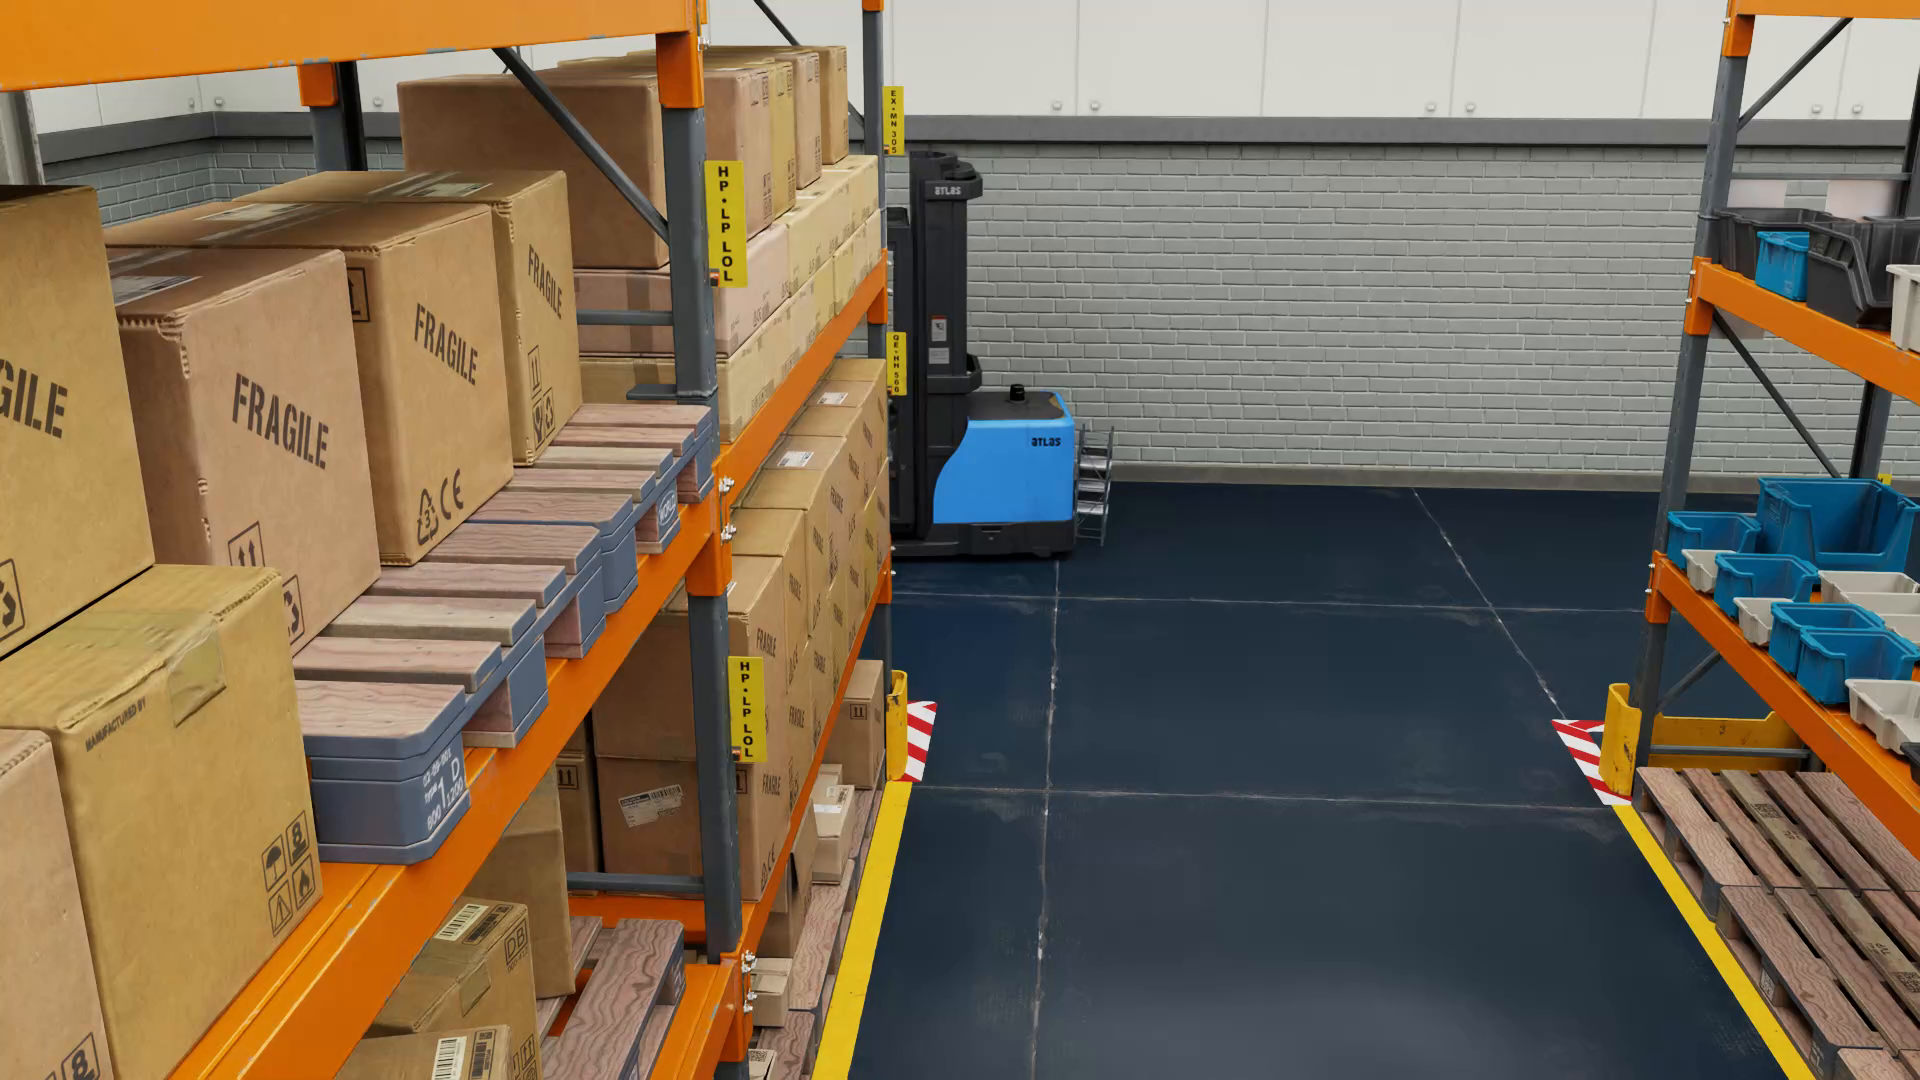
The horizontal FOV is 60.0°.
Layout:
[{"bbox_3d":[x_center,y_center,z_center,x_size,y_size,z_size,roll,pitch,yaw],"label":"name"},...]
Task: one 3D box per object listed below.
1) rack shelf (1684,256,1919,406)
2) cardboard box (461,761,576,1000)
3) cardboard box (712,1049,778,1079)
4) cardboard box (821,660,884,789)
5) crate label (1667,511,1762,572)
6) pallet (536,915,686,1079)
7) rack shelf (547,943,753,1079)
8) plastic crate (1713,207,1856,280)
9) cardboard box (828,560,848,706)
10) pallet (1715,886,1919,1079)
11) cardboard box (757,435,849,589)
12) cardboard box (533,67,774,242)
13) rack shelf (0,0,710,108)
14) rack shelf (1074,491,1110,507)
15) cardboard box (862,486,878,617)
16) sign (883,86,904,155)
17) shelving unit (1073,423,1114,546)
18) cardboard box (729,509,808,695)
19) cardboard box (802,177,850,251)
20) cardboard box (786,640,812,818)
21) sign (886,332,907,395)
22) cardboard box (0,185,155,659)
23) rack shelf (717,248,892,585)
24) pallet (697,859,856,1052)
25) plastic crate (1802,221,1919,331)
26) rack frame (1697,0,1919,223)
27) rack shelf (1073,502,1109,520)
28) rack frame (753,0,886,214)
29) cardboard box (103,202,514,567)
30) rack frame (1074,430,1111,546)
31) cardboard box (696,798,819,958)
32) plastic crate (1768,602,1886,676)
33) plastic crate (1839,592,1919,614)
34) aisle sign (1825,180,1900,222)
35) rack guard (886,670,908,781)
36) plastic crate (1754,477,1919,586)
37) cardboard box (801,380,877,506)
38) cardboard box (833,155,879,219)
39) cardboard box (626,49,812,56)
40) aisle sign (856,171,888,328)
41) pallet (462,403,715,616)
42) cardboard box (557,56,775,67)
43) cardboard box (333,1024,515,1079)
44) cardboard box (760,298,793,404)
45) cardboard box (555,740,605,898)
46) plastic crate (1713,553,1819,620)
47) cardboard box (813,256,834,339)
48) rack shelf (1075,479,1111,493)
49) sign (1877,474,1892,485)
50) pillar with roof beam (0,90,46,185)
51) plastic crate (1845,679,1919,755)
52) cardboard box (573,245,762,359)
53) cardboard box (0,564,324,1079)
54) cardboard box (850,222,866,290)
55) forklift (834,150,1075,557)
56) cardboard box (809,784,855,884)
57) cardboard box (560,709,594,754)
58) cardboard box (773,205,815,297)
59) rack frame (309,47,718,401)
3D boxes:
[{"bbox_3d":[3.922,-0.567,6.175,1.077,0.370,4.000,1,18,4],"label":"rack shelf"},{"bbox_3d":[-1.419,0.921,4.461,0.700,0.500,0.500,-5,19,-15],"label":"cardboard box"},{"bbox_3d":[-0.916,1.969,5.709,0.500,0.311,0.500,1,18,4],"label":"cardboard box"},{"bbox_3d":[-0.669,0.937,8.555,0.500,0.500,0.500,1,18,4],"label":"cardboard box"},{"bbox_3d":[3.719,0.016,8.231,0.416,0.233,0.303,1,18,4],"label":"crate label"},{"bbox_3d":[-1.328,1.363,4.255,1.003,0.211,1.213,1,18,4],"label":"pallet"},{"bbox_3d":[-1.306,1.989,3.192,1.077,0.370,4.000,1,18,4],"label":"rack shelf"},{"bbox_3d":[3.759,-1.355,7.633,0.497,0.269,0.590,1,18,4],"label":"plastic crate"},{"bbox_3d":[-0.747,0.354,6.866,0.500,0.500,0.500,1,18,3],"label":"cardboard box"},{"bbox_3d":[3.877,1.853,6.928,1.003,0.211,1.213,1,18,4],"label":"pallet"},{"bbox_3d":[-0.738,-0.117,6.697,0.500,0.500,0.500,2,18,6],"label":"cardboard box"},{"bbox_3d":[-0.988,-1.226,5.265,0.700,0.500,0.500,1,18,4],"label":"cardboard box"},{"bbox_3d":[-1.306,-0.672,2.320,1.077,0.370,4.000,1,18,4],"label":"rack shelf"},{"bbox_3d":[1.015,-0.306,12.788,0.258,0.077,0.200,6,19,9],"label":"rack shelf"},{"bbox_3d":[-0.670,0.042,7.816,0.500,0.500,0.500,1,18,4],"label":"cardboard box"},{"bbox_3d":[-0.323,-2.044,8.105,0.100,0.325,0.005,1,18,4],"label":"sign"},{"bbox_3d":[1.020,-0.422,12.748,0.258,0.900,0.210,6,19,9],"label":"shelving unit"},{"bbox_3d":[-0.811,0.203,5.721,0.500,0.500,0.500,1,18,2],"label":"cardboard box"},{"bbox_3d":[-0.733,-1.333,6.793,0.500,0.250,0.500,1,18,4],"label":"cardboard box"},{"bbox_3d":[-0.820,0.667,5.910,0.500,0.500,0.500,2,18,5],"label":"cardboard box"},{"bbox_3d":[-0.323,-0.898,8.480,0.100,0.325,0.005,1,18,4],"label":"sign"},{"bbox_3d":[-1.338,-0.132,1.925,0.500,0.500,0.500,1,18,4],"label":"cardboard box"},{"bbox_3d":[-1.019,-0.679,6.516,1.077,0.370,4.000,1,18,4],"label":"rack shelf"},{"bbox_3d":[-1.027,1.758,7.220,1.003,0.211,1.213,1,18,4],"label":"pallet"},{"bbox_3d":[3.681,-1.032,6.539,0.504,0.338,0.767,1,18,4],"label":"plastic crate"},{"bbox_3d":[4.065,-2.956,7.492,1.000,3.000,0.127,1,18,4],"label":"rack frame"},{"bbox_3d":[1.011,-0.220,12.816,0.258,0.077,0.200,6,19,9],"label":"rack shelf"},{"bbox_3d":[-0.875,-3.067,7.832,1.000,3.000,0.127,1,18,4],"label":"rack frame"},{"bbox_3d":[-1.297,-0.331,3.304,0.600,0.600,0.600,1,18,3],"label":"cardboard box"},{"bbox_3d":[1.001,-0.391,12.653,0.240,0.900,0.006,6,19,9],"label":"rack frame"},{"bbox_3d":[-1.033,1.419,7.077,0.797,0.503,0.637,1,18,4],"label":"cardboard box"},{"bbox_3d":[3.624,0.424,6.983,0.416,0.233,0.300,1,18,4],"label":"plastic crate"},{"bbox_3d":[4.152,0.339,7.398,0.396,0.136,0.243,1,18,4],"label":"plastic crate"},{"bbox_3d":[4.362,-1.356,8.069,0.394,0.787,0.004,1,18,4],"label":"aisle sign"},{"bbox_3d":[-0.881,0.995,9.084,1.175,0.500,0.348,1,18,4],"label":"rack guard"},{"bbox_3d":[4.227,-0.042,8.081,0.616,0.435,0.499,1,18,4],"label":"plastic crate"},{"bbox_3d":[-0.668,-0.438,7.676,0.500,0.500,0.500,2,18,5],"label":"cardboard box"},{"bbox_3d":[-0.658,-1.643,7.741,0.500,0.250,0.500,1,18,4],"label":"cardboard box"},{"bbox_3d":[-1.016,-1.851,7.172,0.700,0.500,0.500,1,18,4],"label":"cardboard box"},{"bbox_3d":[-0.565,-1.466,8.406,0.394,0.787,0.004,1,18,4],"label":"aisle sign"},{"bbox_3d":[-1.279,-0.109,3.924,1.213,0.211,1.003,1,18,4],"label":"pallet"},{"bbox_3d":[-1.074,-1.540,6.223,0.700,0.500,0.500,1,18,4],"label":"cardboard box"},{"bbox_3d":[-1.227,1.329,3.216,0.700,0.500,0.500,-3,18,-10],"label":"cardboard box"},{"bbox_3d":[-0.841,-0.629,5.449,0.500,0.250,0.500,1,18,4],"label":"cardboard box"},{"bbox_3d":[-1.382,0.817,5.451,0.500,0.500,0.500,2,18,5],"label":"cardboard box"},{"bbox_3d":[3.672,0.220,7.607,0.416,0.233,0.300,1,18,4],"label":"plastic crate"},{"bbox_3d":[-0.771,-0.940,6.397,0.500,0.250,0.500,1,18,4],"label":"cardboard box"},{"bbox_3d":[1.018,-0.391,12.759,0.258,0.077,0.200,6,19,9],"label":"rack shelf"},{"bbox_3d":[4.615,-0.175,8.378,0.100,0.325,0.005,1,18,4],"label":"sign"},{"bbox_3d":[-2.192,-3.939,10.491,9.100,9.000,0.400,1,18,4],"label":"pillar with roof beam"},{"bbox_3d":[3.603,0.687,6.337,0.293,0.136,0.466,1,18,4],"label":"plastic crate"},{"bbox_3d":[-0.880,-0.711,4.898,0.500,0.250,0.500,1,18,4],"label":"cardboard box"},{"bbox_3d":[-1.377,0.339,2.093,0.910,0.500,0.500,1,18,4],"label":"cardboard box"},{"bbox_3d":[-0.696,-1.250,7.345,0.500,0.250,0.500,1,18,4],"label":"cardboard box"},{"bbox_3d":[-0.681,-1.372,12.404,3.031,2.935,1.130,-1,18,-3],"label":"forklift"},{"bbox_3d":[-0.767,1.350,7.696,0.500,0.250,0.500,1,18,4],"label":"cardboard box"},{"bbox_3d":[-1.384,0.340,5.301,0.500,0.500,0.500,1,18,4],"label":"cardboard box"},{"bbox_3d":[-0.798,-1.022,5.845,0.500,0.250,0.500,1,18,4],"label":"cardboard box"},{"bbox_3d":[-1.162,-1.825,4.041,1.000,3.000,0.127,1,18,4],"label":"rack frame"}]
